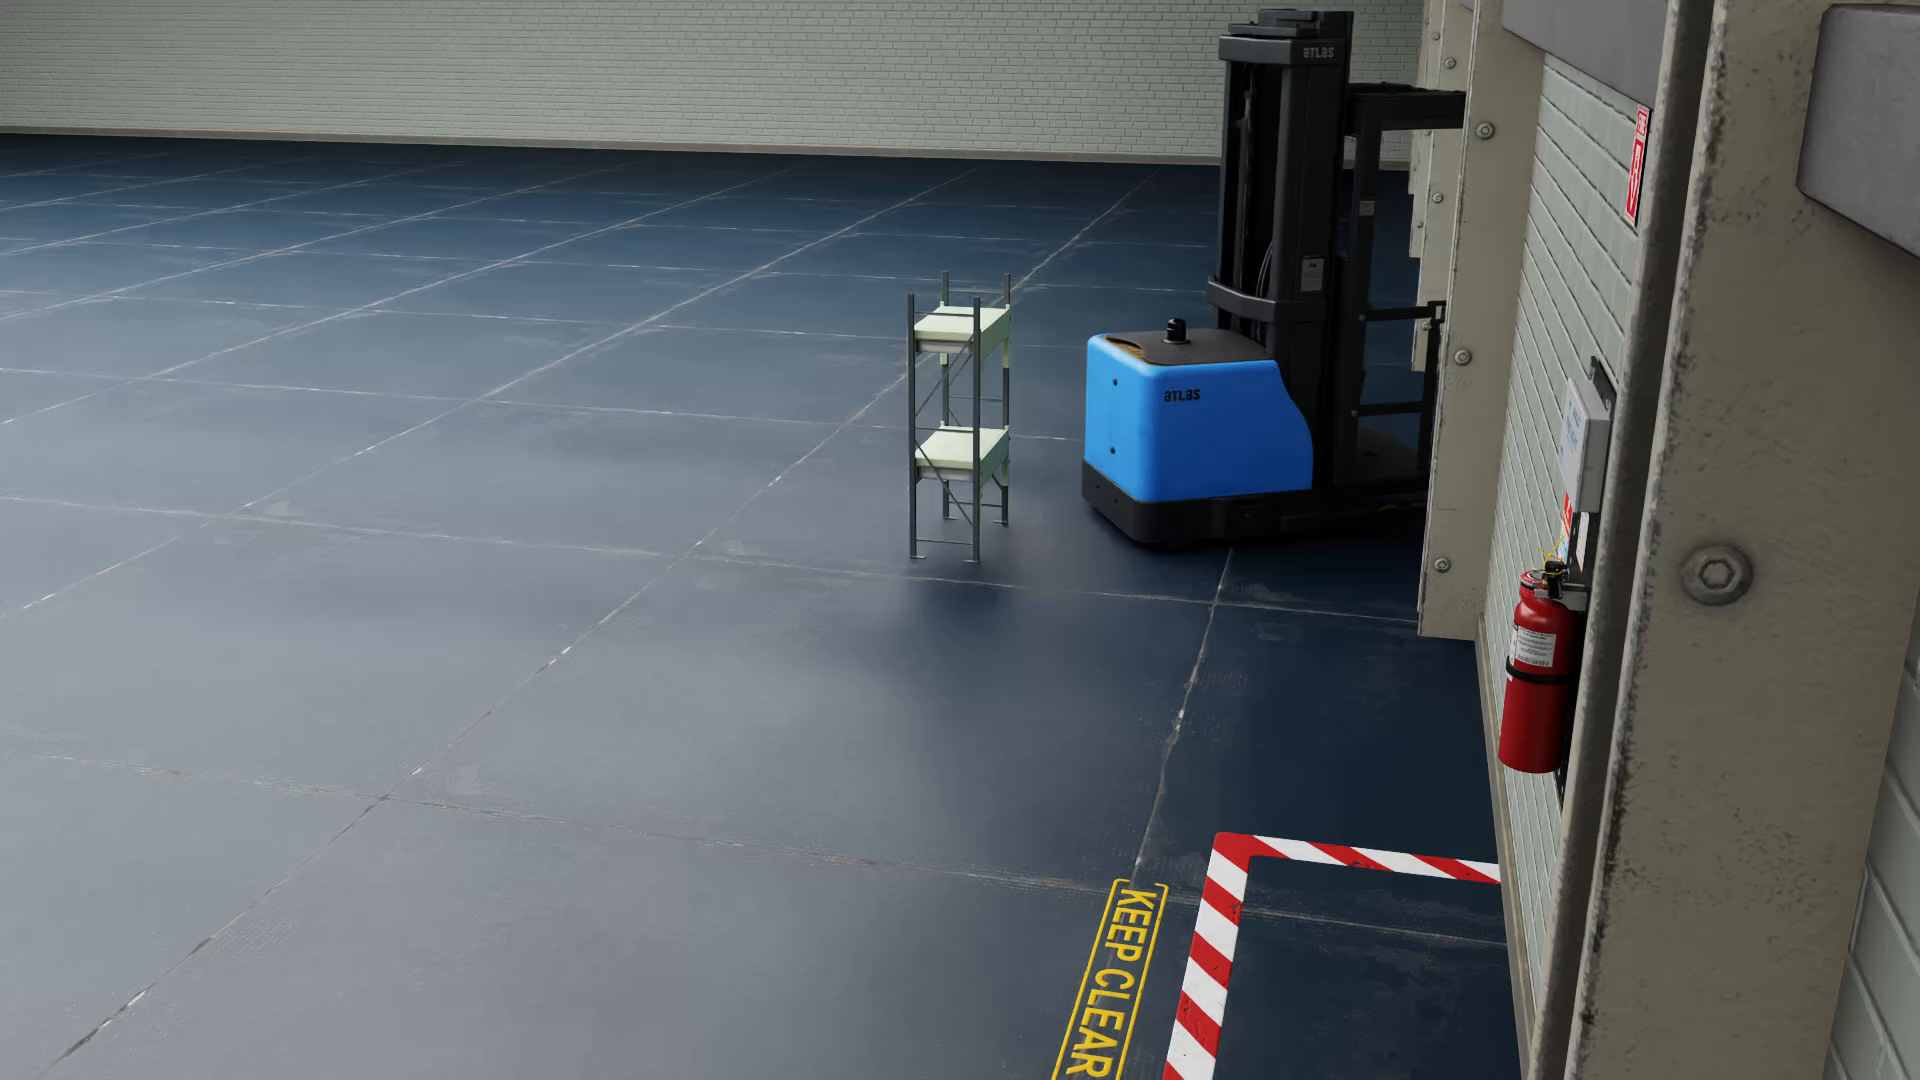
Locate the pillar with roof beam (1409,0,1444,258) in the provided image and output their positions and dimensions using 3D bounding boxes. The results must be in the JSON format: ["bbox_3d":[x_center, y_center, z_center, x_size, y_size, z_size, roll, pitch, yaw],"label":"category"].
[{"bbox_3d":[1.240,-7.933,18.992,9.100,9.000,0.400,5,19,13],"label":"pillar with roof beam"}]

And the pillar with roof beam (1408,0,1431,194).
[{"bbox_3d":[2.706,-9.814,24.497,9.100,9.000,0.400,5,19,13],"label":"pillar with roof beam"}]

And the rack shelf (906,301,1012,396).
[{"bbox_3d":[0.002,-1.081,9.325,0.431,0.370,0.720,5,19,13],"label":"rack shelf"}]

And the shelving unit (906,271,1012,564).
[{"bbox_3d":[0.002,-0.712,9.451,0.431,1.500,0.755,5,19,13],"label":"shelving unit"}]

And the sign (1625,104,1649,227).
[{"bbox_3d":[1.756,-0.976,4.317,0.001,0.298,0.199,5,19,13],"label":"sign"}]

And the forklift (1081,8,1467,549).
[{"bbox_3d":[2.325,-1.586,9.798,3.031,2.935,1.130,-5,20,-15],"label":"forklift"}]

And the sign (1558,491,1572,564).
[{"bbox_3d":[1.893,-0.066,5.185,0.001,0.329,0.234,5,19,13],"label":"sign"}]

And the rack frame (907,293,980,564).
[{"bbox_3d":[-0.088,-0.597,9.115,0.400,1.500,0.023,5,19,13],"label":"rack frame"}]

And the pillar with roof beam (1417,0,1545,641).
[{"bbox_3d":[-1.692,-4.172,7.980,9.100,9.000,0.400,5,19,13],"label":"pillar with roof beam"}]

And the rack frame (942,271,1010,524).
[{"bbox_3d":[0.091,-0.827,9.787,0.400,1.500,0.023,5,19,13],"label":"rack frame"}]

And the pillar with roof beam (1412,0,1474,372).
[{"bbox_3d":[-0.226,-6.053,13.486,9.100,9.000,0.400,5,19,13],"label":"pillar with roof beam"}]

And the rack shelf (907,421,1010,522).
[{"bbox_3d":[0.002,-0.403,9.557,0.431,0.370,0.720,5,19,13],"label":"rack shelf"}]

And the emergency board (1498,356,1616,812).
[{"bbox_3d":[1.658,0.116,4.707,0.194,1.169,0.643,5,19,13],"label":"emergency board"}]
